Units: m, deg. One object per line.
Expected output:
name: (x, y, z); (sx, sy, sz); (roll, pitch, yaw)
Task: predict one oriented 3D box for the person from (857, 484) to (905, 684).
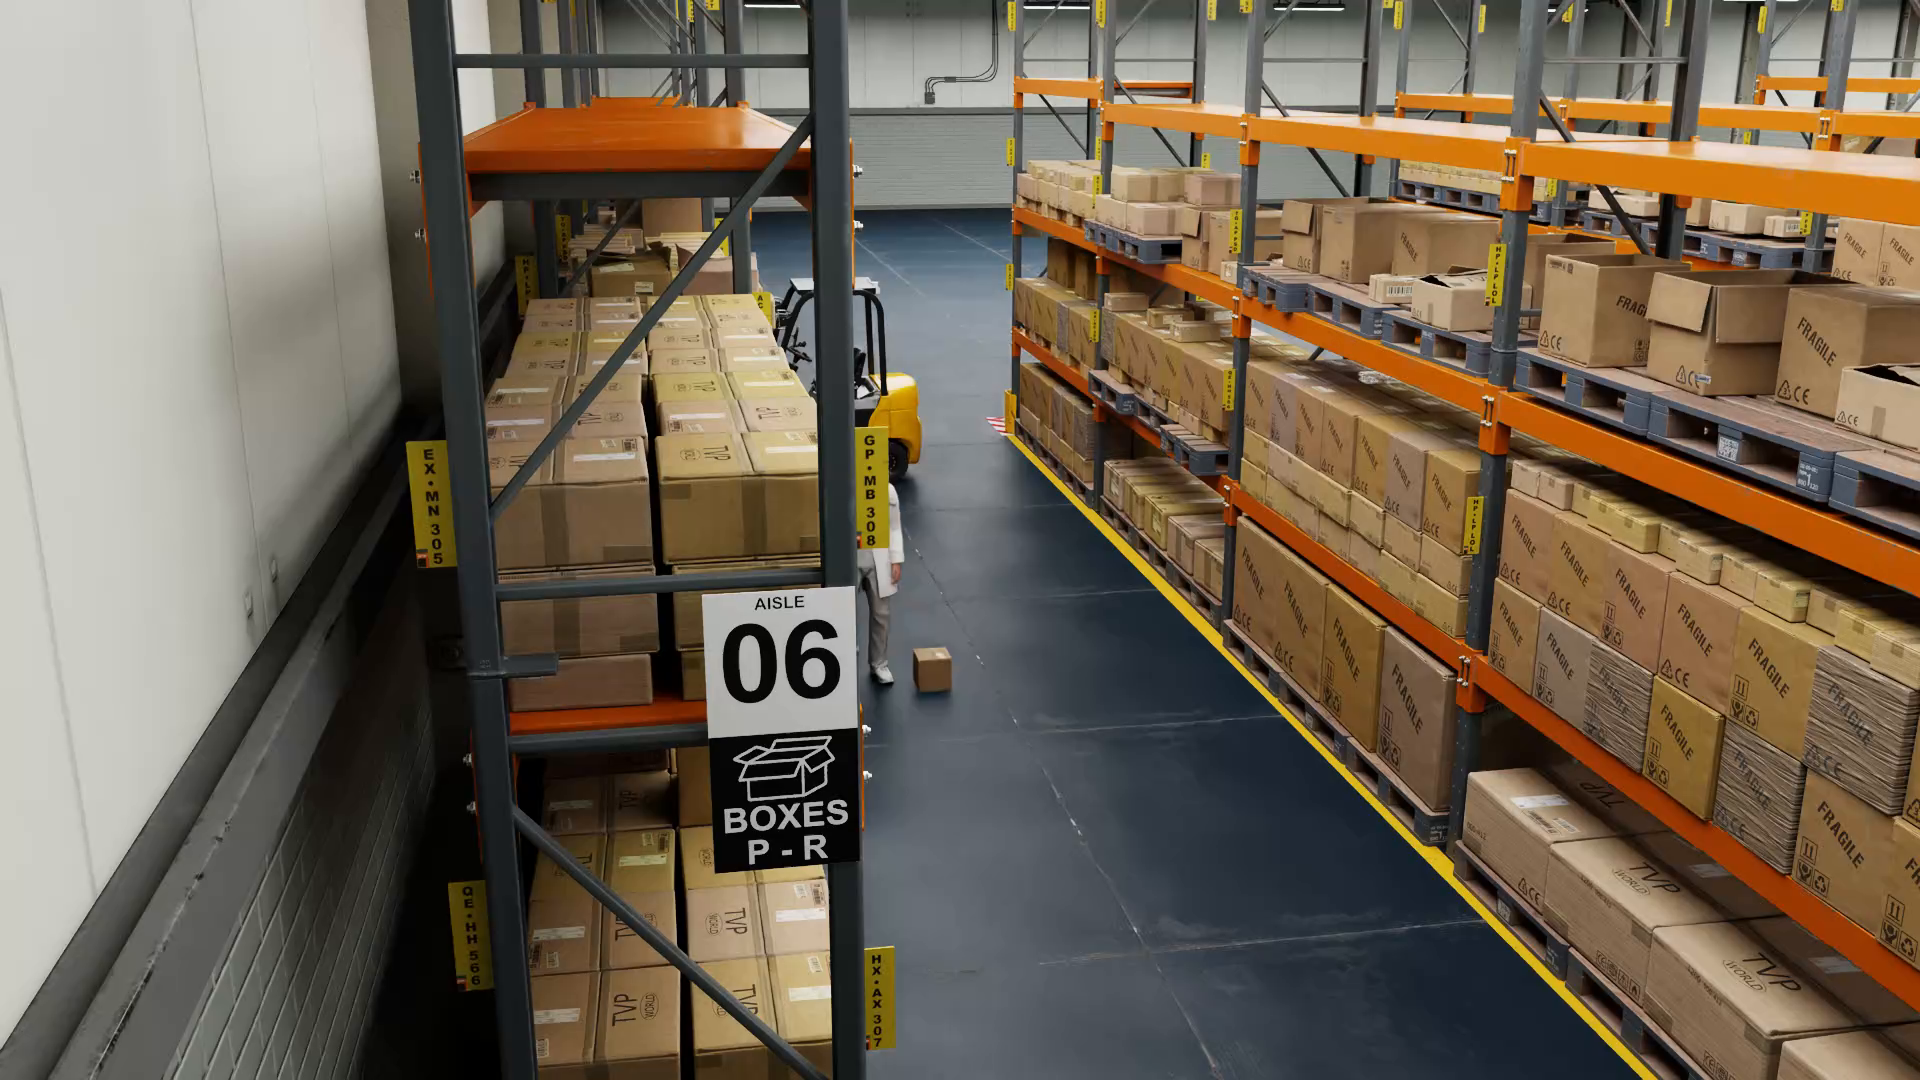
person: (-0.719, 0.195, 12.384); (0.622, 1.774, 0.426); (-3, 16, -11)
